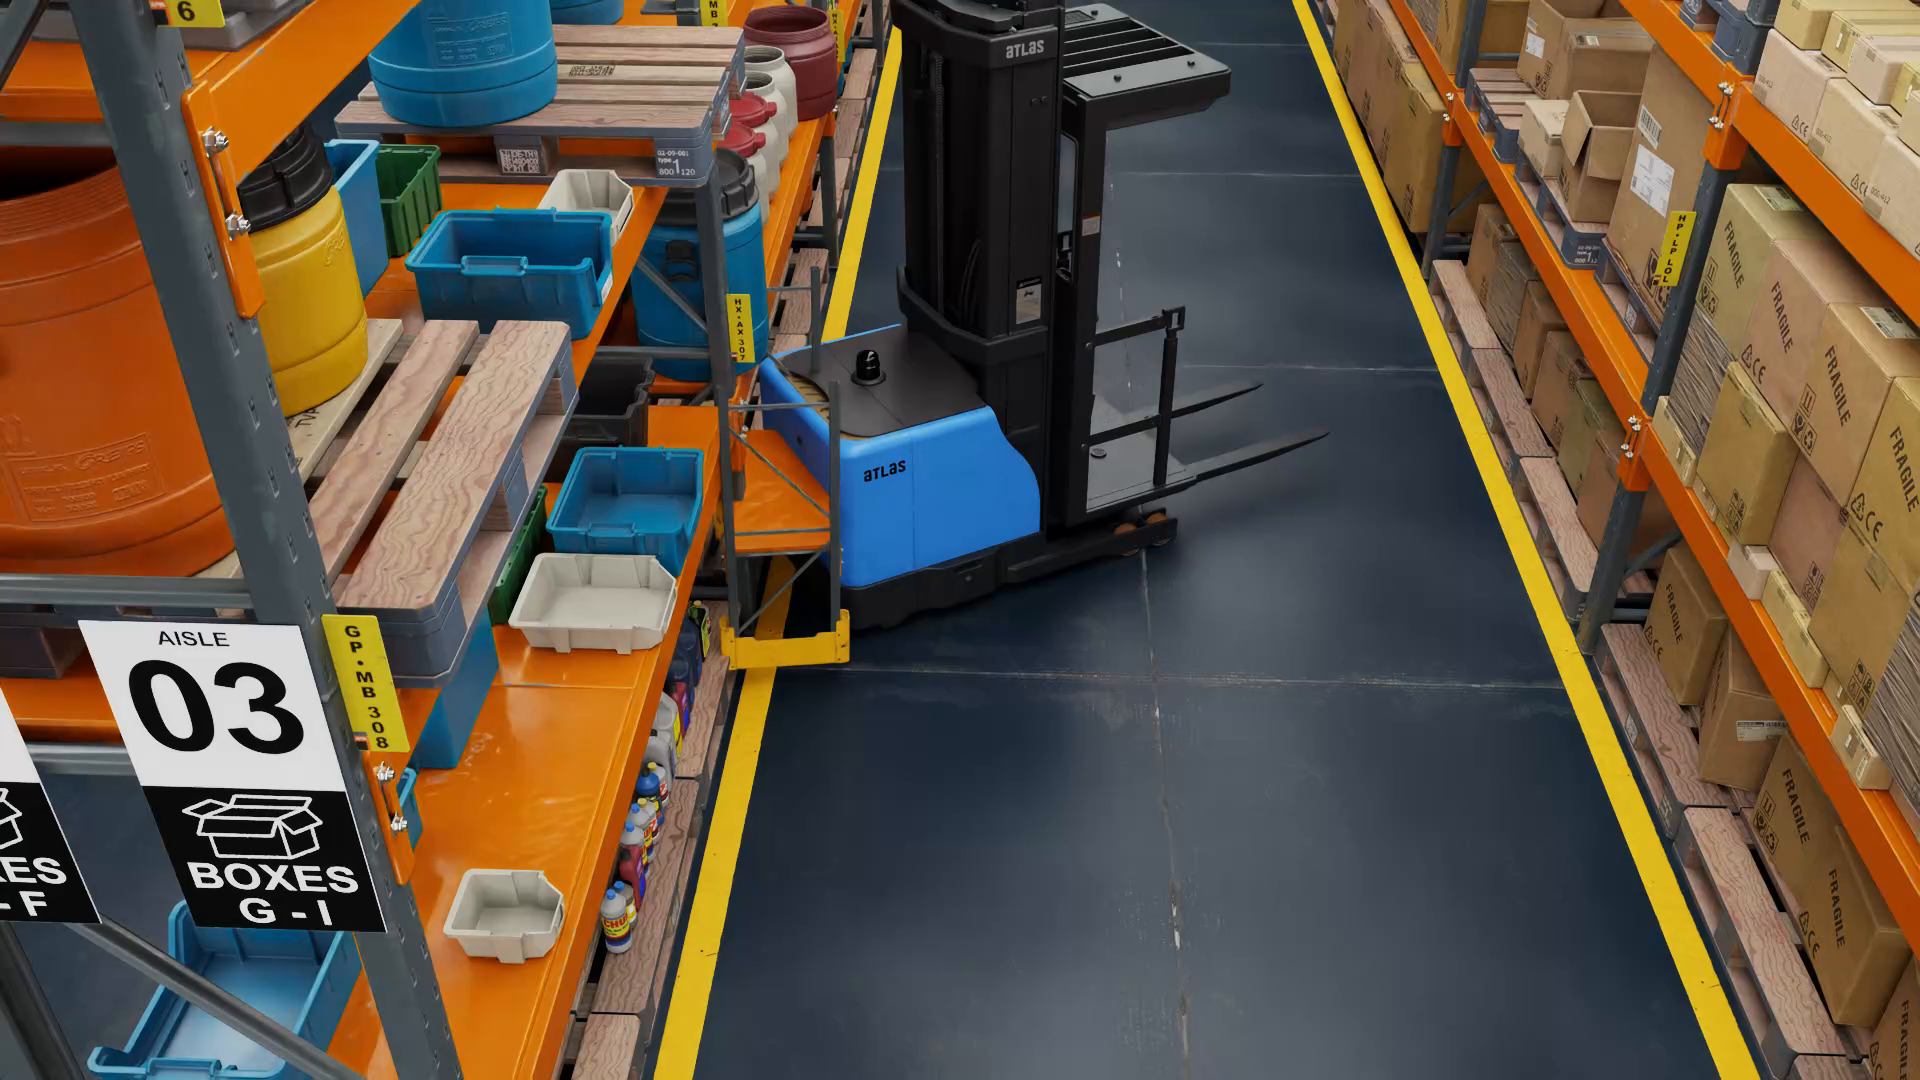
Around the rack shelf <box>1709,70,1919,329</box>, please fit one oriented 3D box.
[{"bbox_3d":[3.379,-0.482,4.790,1.077,0.370,4.000,1,35,2],"label":"rack shelf"}]

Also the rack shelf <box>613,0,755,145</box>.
[{"bbox_3d":[-1.410,-2.895,8.223,1.077,0.370,4.000,1,35,2],"label":"rack shelf"}]

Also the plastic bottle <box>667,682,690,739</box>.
[{"bbox_3d":[-1.200,0.700,7.071,0.061,0.283,0.133,4,35,5],"label":"plastic bottle"}]

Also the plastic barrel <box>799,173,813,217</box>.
[{"bbox_3d":[-1.327,-2.676,11.417,0.600,0.830,0.708,1,35,2],"label":"plastic barrel"}]

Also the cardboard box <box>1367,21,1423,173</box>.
[{"bbox_3d":[3.712,-3.207,12.133,1.225,0.875,0.875,1,35,2],"label":"cardboard box"}]

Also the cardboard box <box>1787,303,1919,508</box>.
[{"bbox_3d":[3.148,-0.443,5.502,0.500,0.500,0.500,1,35,2],"label":"cardboard box"}]

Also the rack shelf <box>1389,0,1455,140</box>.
[{"bbox_3d":[3.700,-3.851,12.192,1.077,0.370,4.000,1,35,2],"label":"rack shelf"}]

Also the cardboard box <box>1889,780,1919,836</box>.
[{"bbox_3d":[3.137,0.816,5.145,0.380,0.149,0.250,1,35,2],"label":"cardboard box"}]

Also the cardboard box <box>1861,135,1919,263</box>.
[{"bbox_3d":[3.138,-1.022,5.063,0.500,0.250,0.500,0,35,0],"label":"cardboard box"}]

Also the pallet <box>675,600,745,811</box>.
[{"bbox_3d":[-1.559,0.713,7.497,1.003,0.211,1.213,1,35,2],"label":"pallet"}]

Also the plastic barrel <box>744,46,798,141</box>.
[{"bbox_3d":[-1.157,-2.561,9.633,0.421,0.512,0.421,0,35,0],"label":"plastic barrel"}]

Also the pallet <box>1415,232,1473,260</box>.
[{"bbox_3d":[3.727,-2.307,11.794,1.003,0.211,1.213,1,35,2],"label":"pallet"}]

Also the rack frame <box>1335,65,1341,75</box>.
[{"bbox_3d":[3.780,-5.295,13.621,1.000,3.000,0.127,1,35,2],"label":"rack frame"}]

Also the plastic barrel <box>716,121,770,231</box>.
[{"bbox_3d":[-1.203,-1.834,8.579,0.433,0.535,0.433,0,35,0],"label":"plastic barrel"}]

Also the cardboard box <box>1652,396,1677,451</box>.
[{"bbox_3d":[3.150,-0.479,6.987,0.380,0.149,0.250,1,35,2],"label":"cardboard box"}]

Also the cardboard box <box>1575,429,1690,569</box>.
[{"bbox_3d":[3.505,-0.208,8.174,0.700,0.500,0.500,-1,35,-2],"label":"cardboard box"}]

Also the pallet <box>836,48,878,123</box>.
[{"bbox_3d":[-1.241,-3.826,13.956,1.003,0.211,1.213,1,35,2],"label":"pallet"}]

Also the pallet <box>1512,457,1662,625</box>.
[{"bbox_3d":[3.489,-0.005,8.519,1.003,0.211,1.213,1,35,2],"label":"pallet"}]

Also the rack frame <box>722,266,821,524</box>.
[{"bbox_3d":[-0.921,-0.637,8.049,0.500,1.500,0.032,-3,37,-8],"label":"rack frame"}]

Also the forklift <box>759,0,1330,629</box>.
[{"bbox_3d":[0.549,-1.369,8.094,3.031,2.935,1.130,-17,39,-23],"label":"forklift"}]

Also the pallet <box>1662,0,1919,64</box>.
[{"bbox_3d":[3.590,-2.201,6.773,1.213,0.211,1.003,1,35,2],"label":"pallet"}]

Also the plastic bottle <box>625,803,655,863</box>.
[{"bbox_3d":[-1.249,1.133,6.465,0.097,0.271,0.097,0,35,0],"label":"plastic bottle"}]

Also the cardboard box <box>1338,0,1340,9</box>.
[{"bbox_3d":[3.887,-4.974,14.648,0.875,0.875,0.875,1,35,2],"label":"cardboard box"}]

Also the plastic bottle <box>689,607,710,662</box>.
[{"bbox_3d":[-1.180,0.403,7.494,0.061,0.283,0.133,3,35,4],"label":"plastic bottle"}]

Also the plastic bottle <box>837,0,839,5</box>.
[{"bbox_3d":[-0.897,-3.967,11.833,0.061,0.283,0.133,1,35,2],"label":"plastic bottle"}]

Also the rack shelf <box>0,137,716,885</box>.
[{"bbox_3d":[-1.570,-0.597,4.953,1.077,0.370,4.000,1,35,2],"label":"rack shelf"}]

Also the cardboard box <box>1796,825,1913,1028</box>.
[{"bbox_3d":[3.374,1.389,5.920,0.500,0.500,0.500,4,35,6],"label":"cardboard box"}]

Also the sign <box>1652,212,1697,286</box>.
[{"bbox_3d":[2.904,-1.183,6.763,0.100,0.325,0.005,1,35,2],"label":"sign"}]

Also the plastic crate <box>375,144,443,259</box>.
[{"bbox_3d":[-1.825,-1.053,5.161,0.336,0.188,0.450,1,35,2],"label":"plastic crate"}]

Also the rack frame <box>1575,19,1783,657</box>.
[{"bbox_3d":[3.459,-0.698,7.081,1.000,3.000,0.127,1,35,2],"label":"rack frame"}]

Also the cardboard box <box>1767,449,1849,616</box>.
[{"bbox_3d":[3.404,-0.028,5.781,0.875,0.500,0.500,1,35,2],"label":"cardboard box"}]

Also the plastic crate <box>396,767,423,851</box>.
[{"bbox_3d":[-1.898,0.879,4.966,0.499,0.251,0.408,1,35,2],"label":"plastic crate"}]

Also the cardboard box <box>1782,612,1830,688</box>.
[{"bbox_3d":[3.103,0.383,5.760,0.380,0.149,0.250,1,35,2],"label":"cardboard box"}]

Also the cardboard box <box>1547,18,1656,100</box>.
[{"bbox_3d":[3.715,-2.575,9.299,0.700,0.500,0.500,6,36,9],"label":"cardboard box"}]

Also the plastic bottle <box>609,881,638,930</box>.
[{"bbox_3d":[-1.262,1.356,6.208,0.097,0.201,0.097,0,35,0],"label":"plastic bottle"}]

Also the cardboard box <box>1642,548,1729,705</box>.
[{"bbox_3d":[3.403,0.381,7.353,0.500,0.500,0.500,0,35,0],"label":"cardboard box"}]

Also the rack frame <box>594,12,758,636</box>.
[{"bbox_3d":[-1.490,-0.813,7.243,1.000,3.000,0.127,1,35,2],"label":"rack frame"}]

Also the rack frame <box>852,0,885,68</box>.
[{"bbox_3d":[-1.169,-5.409,13.783,1.000,3.000,0.127,1,35,2],"label":"rack frame"}]

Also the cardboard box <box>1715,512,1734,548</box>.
[{"bbox_3d":[3.144,-0.047,6.373,0.380,0.149,0.250,1,35,2],"label":"cardboard box"}]

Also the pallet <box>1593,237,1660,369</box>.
[{"bbox_3d":[3.635,-1.056,7.756,1.003,0.211,1.213,1,35,2],"label":"pallet"}]

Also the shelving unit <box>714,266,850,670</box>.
[{"bbox_3d":[-0.849,-0.340,7.653,0.587,1.500,1.083,-3,37,-8],"label":"shelving unit"}]

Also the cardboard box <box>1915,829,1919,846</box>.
[{"bbox_3d":[3.248,0.832,4.558,0.875,0.500,0.500,1,35,2],"label":"cardboard box"}]

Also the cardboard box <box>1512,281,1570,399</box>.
[{"bbox_3d":[3.587,-1.123,9.477,0.700,0.500,0.500,4,35,6],"label":"cardboard box"}]

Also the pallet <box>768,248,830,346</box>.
[{"bbox_3d":[-1.399,-1.526,10.683,1.003,0.211,1.213,1,35,2],"label":"pallet"}]

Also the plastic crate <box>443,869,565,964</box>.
[{"bbox_3d":[-1.293,1.087,4.770,0.298,0.136,0.250,1,35,2],"label":"plastic crate"}]

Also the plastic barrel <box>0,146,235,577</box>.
[{"bbox_3d":[-1.758,-0.371,3.268,0.600,0.830,0.708,1,35,2],"label":"plastic barrel"}]

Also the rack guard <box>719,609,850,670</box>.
[{"bbox_3d":[-0.802,0.457,7.631,0.587,0.250,0.087,-3,37,-8],"label":"rack guard"}]

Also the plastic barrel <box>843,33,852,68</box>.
[{"bbox_3d":[-1.207,-4.410,13.822,0.600,0.901,0.708,1,35,2],"label":"plastic barrel"}]

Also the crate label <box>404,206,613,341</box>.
[{"bbox_3d":[-1.245,-0.749,4.673,0.502,0.251,0.408,1,35,2],"label":"crate label"}]

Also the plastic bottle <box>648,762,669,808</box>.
[{"bbox_3d":[-1.236,0.986,6.734,0.097,0.201,0.097,0,35,0],"label":"plastic bottle"}]

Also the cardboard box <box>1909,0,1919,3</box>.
[{"bbox_3d":[3.577,-2.407,6.449,0.797,0.503,0.637,0,35,0],"label":"cardboard box"}]

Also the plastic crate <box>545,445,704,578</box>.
[{"bbox_3d":[-1.263,-0.110,6.372,0.499,0.251,0.616,1,35,2],"label":"plastic crate"}]

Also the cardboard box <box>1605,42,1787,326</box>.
[{"bbox_3d":[3.631,-1.569,7.432,1.000,1.000,1.000,2,35,2],"label":"cardboard box"}]

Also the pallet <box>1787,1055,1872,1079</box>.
[{"bbox_3d":[3.369,2.231,5.338,1.003,0.211,1.213,1,35,2],"label":"pallet"}]

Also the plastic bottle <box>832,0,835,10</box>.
[{"bbox_3d":[-0.910,-3.779,11.565,0.061,0.283,0.133,1,35,2],"label":"plastic bottle"}]

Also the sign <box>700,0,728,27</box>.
[{"bbox_3d":[-0.941,-2.025,6.351,0.100,0.325,0.005,1,35,2],"label":"sign"}]

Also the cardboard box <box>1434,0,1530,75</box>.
[{"bbox_3d":[3.392,-3.327,10.733,0.500,0.500,0.500,2,35,3],"label":"cardboard box"}]

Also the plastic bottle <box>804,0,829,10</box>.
[{"bbox_3d":[-0.970,-3.567,11.270,0.152,0.276,0.135,1,35,2],"label":"plastic bottle"}]

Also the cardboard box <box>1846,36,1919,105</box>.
[{"bbox_3d":[3.163,-1.537,5.449,0.380,0.149,0.250,2,35,2],"label":"cardboard box"}]
